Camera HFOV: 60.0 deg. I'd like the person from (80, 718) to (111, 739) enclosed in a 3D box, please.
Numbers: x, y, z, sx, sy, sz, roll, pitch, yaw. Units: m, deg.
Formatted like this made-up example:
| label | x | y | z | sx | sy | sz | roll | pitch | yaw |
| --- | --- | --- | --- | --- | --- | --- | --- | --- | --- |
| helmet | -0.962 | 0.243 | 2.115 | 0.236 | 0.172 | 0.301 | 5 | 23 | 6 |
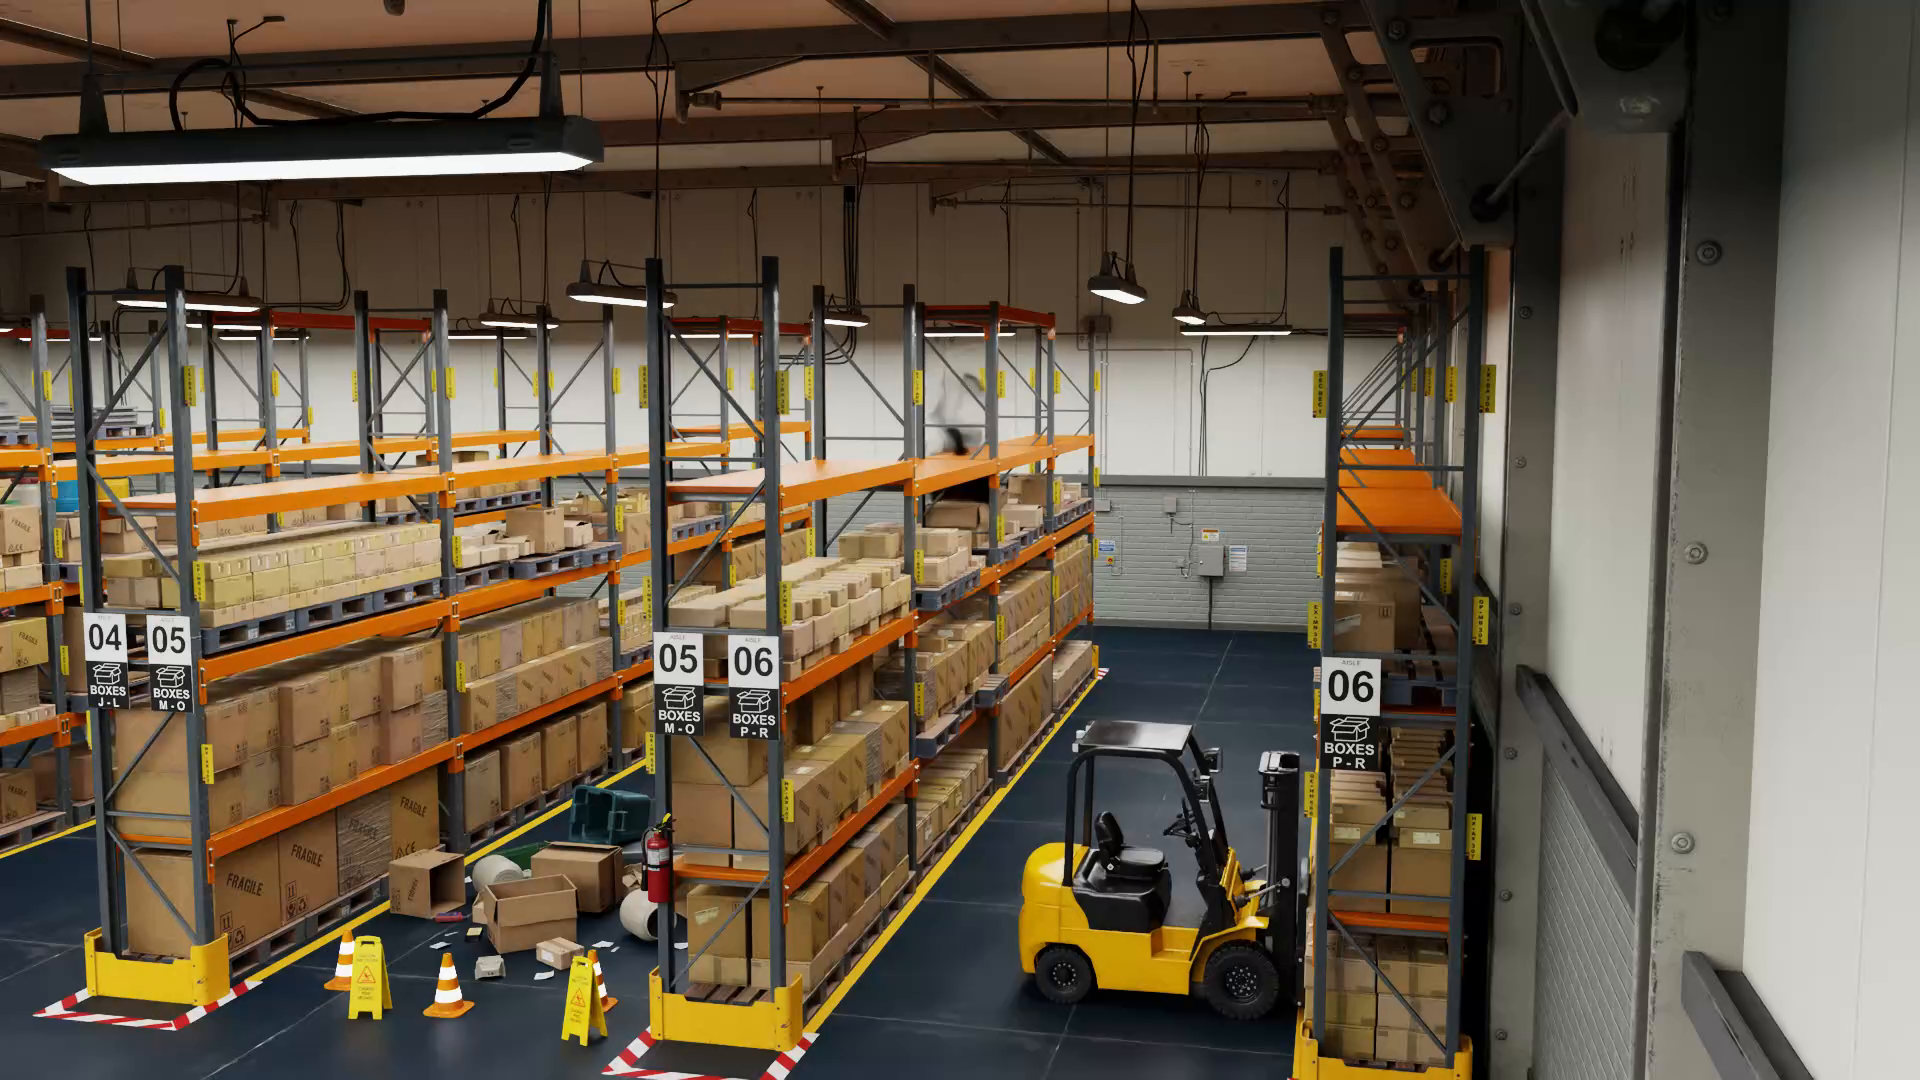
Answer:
| label | x | y | z | sx | sy | sz | roll | pitch | yaw |
| --- | --- | --- | --- | --- | --- | --- | --- | --- | --- |
| person | -12.039 | 1.983 | 22.914 | 0.703 | 1.728 | 0.654 | 0 | 6 | 4 |
